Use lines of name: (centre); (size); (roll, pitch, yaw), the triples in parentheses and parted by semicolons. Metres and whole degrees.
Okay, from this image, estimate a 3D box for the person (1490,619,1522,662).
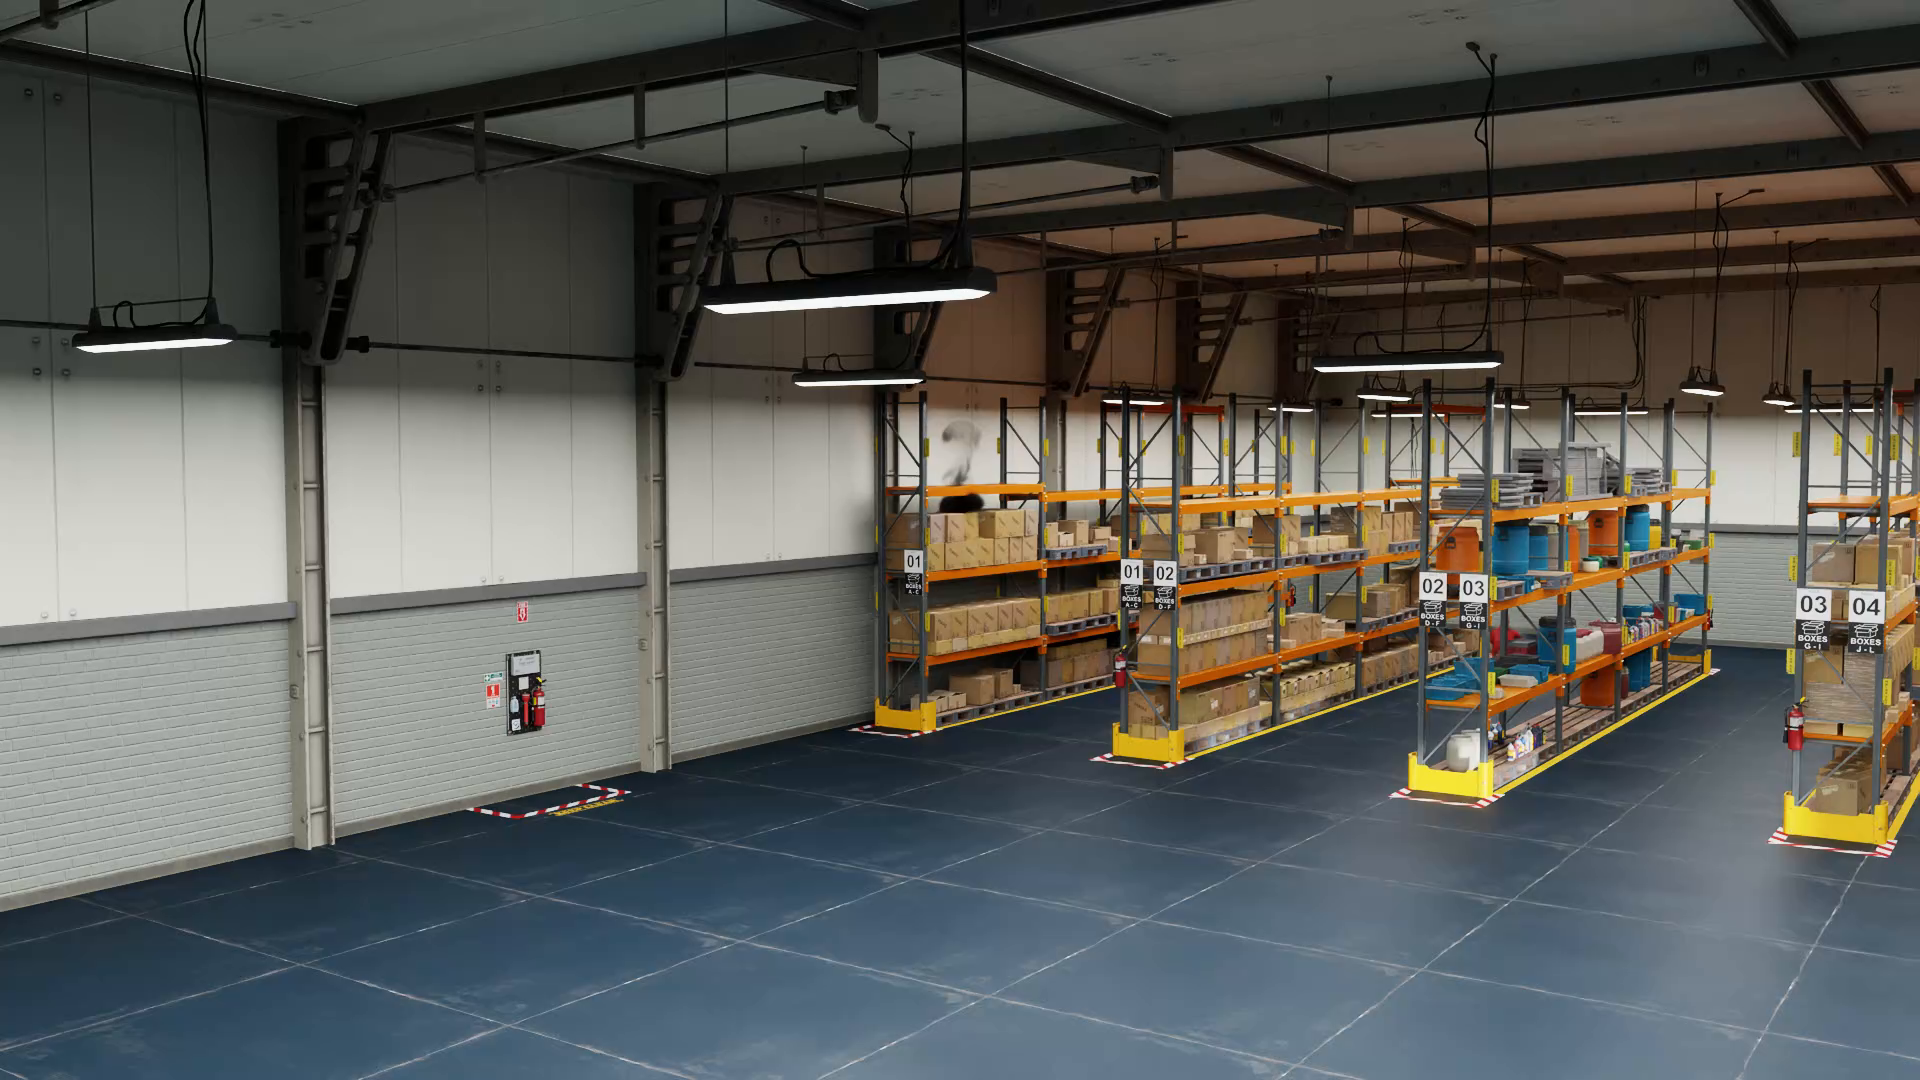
person: (10.666, 2.370, 32.598); (0.673, 1.735, 0.814); (2, 4, 27)
